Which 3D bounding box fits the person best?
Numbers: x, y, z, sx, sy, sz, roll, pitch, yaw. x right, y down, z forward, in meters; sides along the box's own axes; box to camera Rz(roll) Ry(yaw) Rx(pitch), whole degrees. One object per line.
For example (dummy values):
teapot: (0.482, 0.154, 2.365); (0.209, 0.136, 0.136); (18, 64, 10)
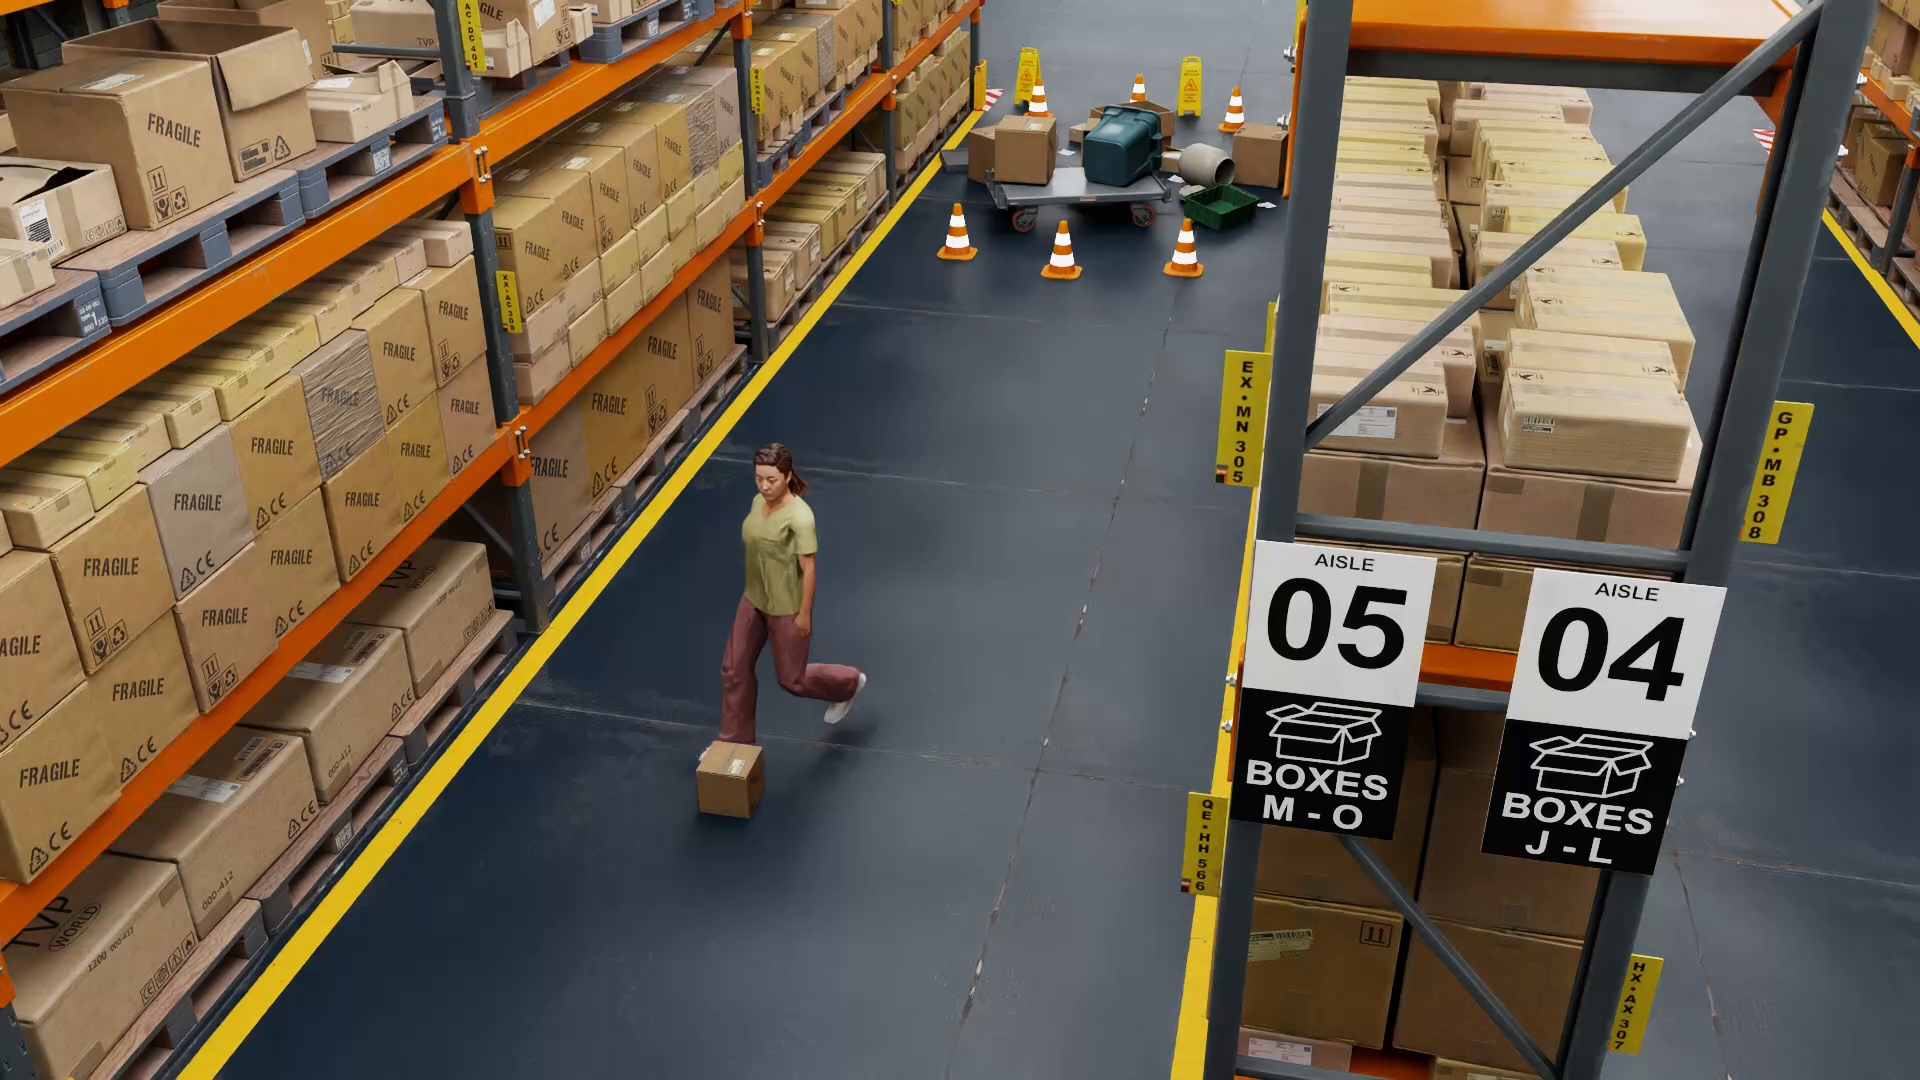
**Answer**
person: (-0.910, 0.308, 8.084); (0.464, 1.629, 0.896); (25, 38, 38)
